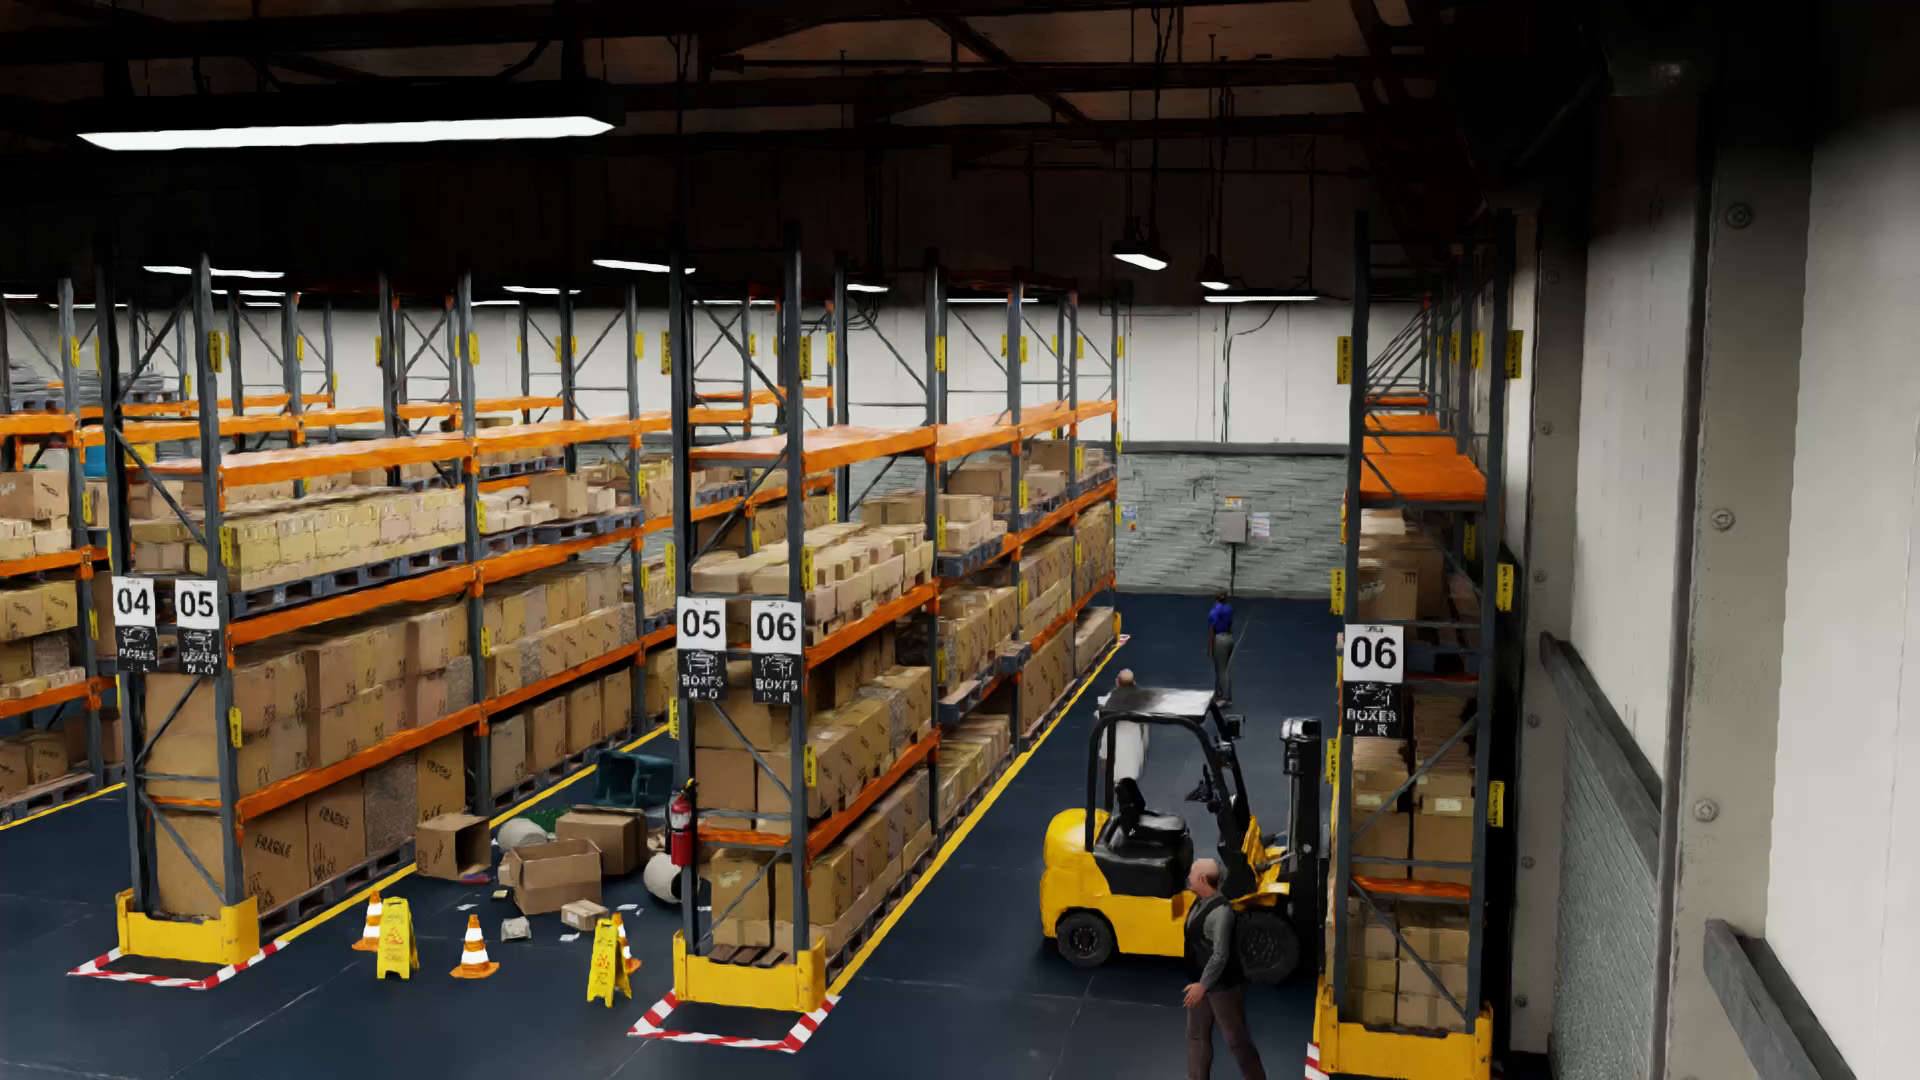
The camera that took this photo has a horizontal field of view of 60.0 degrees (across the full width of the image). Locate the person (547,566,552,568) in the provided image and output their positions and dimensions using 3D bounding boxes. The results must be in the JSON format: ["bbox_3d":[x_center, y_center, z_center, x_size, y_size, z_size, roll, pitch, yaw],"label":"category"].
[{"bbox_3d":[-6.362,1.187,26.026,0.448,1.588,1.095,2,7,15],"label":"person"}]

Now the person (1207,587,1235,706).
[{"bbox_3d":[3.653,1.478,23.454,0.558,1.650,0.571,5,9,36],"label":"person"}]

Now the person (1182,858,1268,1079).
[{"bbox_3d":[1.726,2.972,11.143,0.701,1.718,0.554,-2,7,-15],"label":"person"}]

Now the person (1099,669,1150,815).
[{"bbox_3d":[1.661,2.193,17.058,0.629,1.773,0.678,7,10,43],"label":"person"}]
